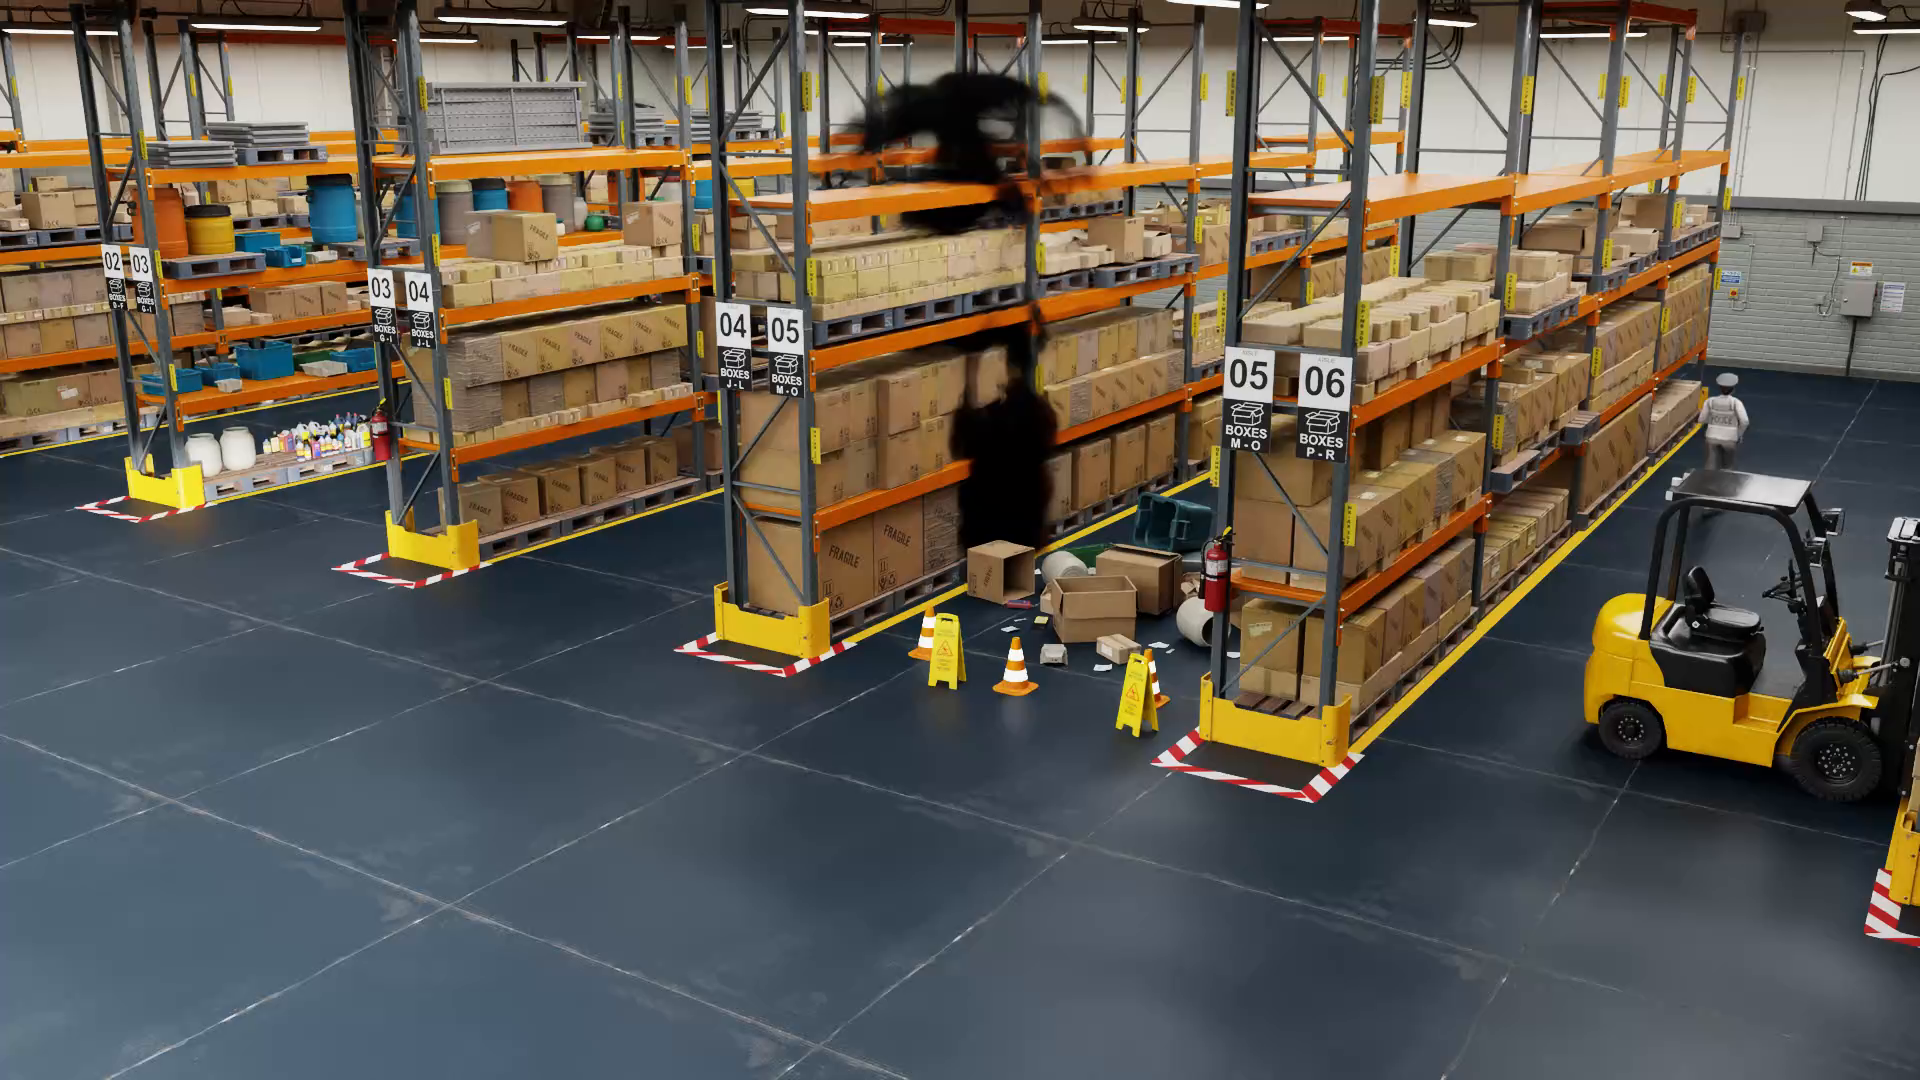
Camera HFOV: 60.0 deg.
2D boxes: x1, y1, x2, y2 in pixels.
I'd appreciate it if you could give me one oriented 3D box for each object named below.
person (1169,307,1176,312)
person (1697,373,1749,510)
[{"bbox_3d":[3.325,-2.851,26.405,0.569,1.694,0.880,13,20,39],"label":"person"},{"bbox_3d":[9.268,-1.159,20.259,0.595,1.754,0.702,9,18,29],"label":"person"}]
